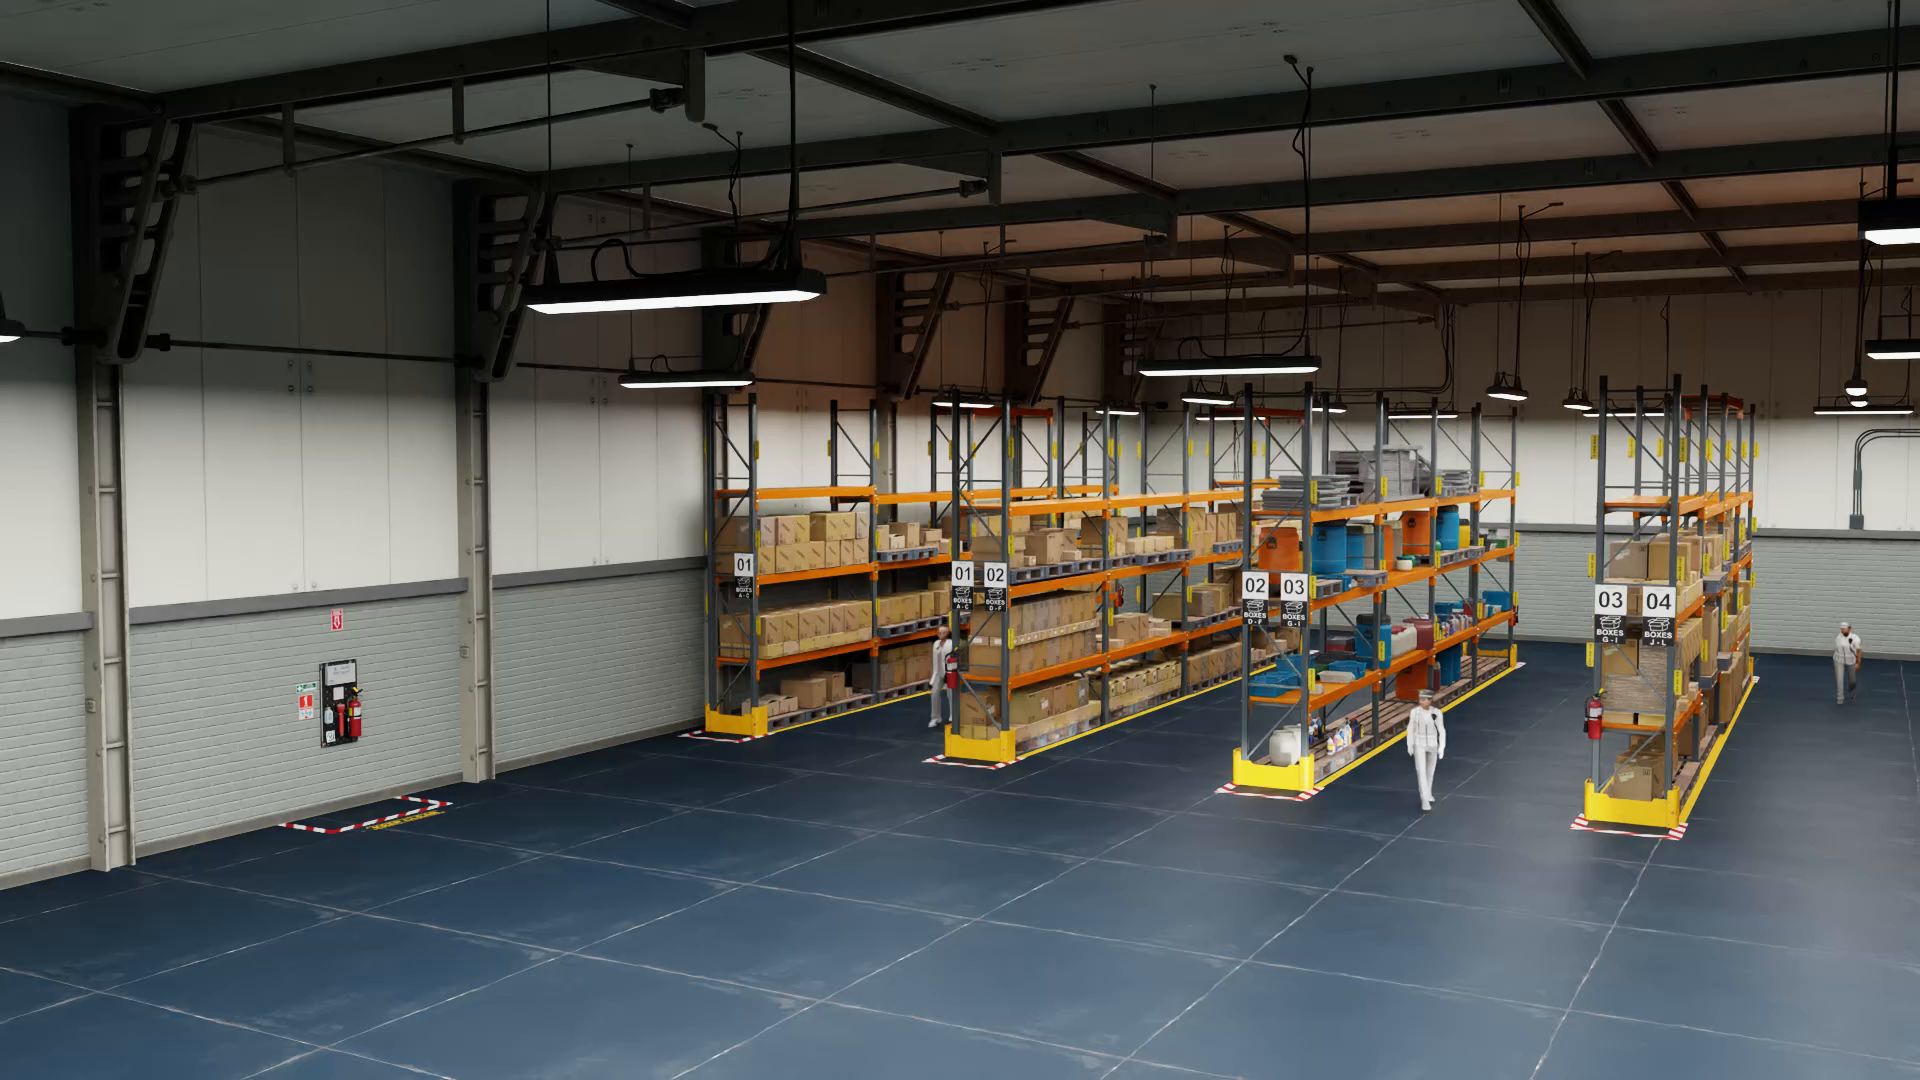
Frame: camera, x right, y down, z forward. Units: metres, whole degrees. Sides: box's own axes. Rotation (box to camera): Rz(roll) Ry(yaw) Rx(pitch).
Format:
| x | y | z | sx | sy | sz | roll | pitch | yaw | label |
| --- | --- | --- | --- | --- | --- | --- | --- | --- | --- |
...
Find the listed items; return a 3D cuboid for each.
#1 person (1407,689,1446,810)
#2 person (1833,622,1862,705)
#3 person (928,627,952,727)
| x | y | z | sx | sy | sz | roll | pitch | yaw | label |
| --- | --- | --- | --- | --- | --- | --- | --- | --- | --- |
| 6.539 | 2.903 | 23.285 | 0.514 | 1.635 | 0.924 | 0 | 3 | 9 | person |
| 17.502 | 2.405 | 32.810 | 0.494 | 1.618 | 0.857 | 2 | 3 | 27 | person |
| -0.312 | 2.495 | 30.368 | 0.617 | 1.818 | 0.845 | 2 | 4 | 33 | person |
